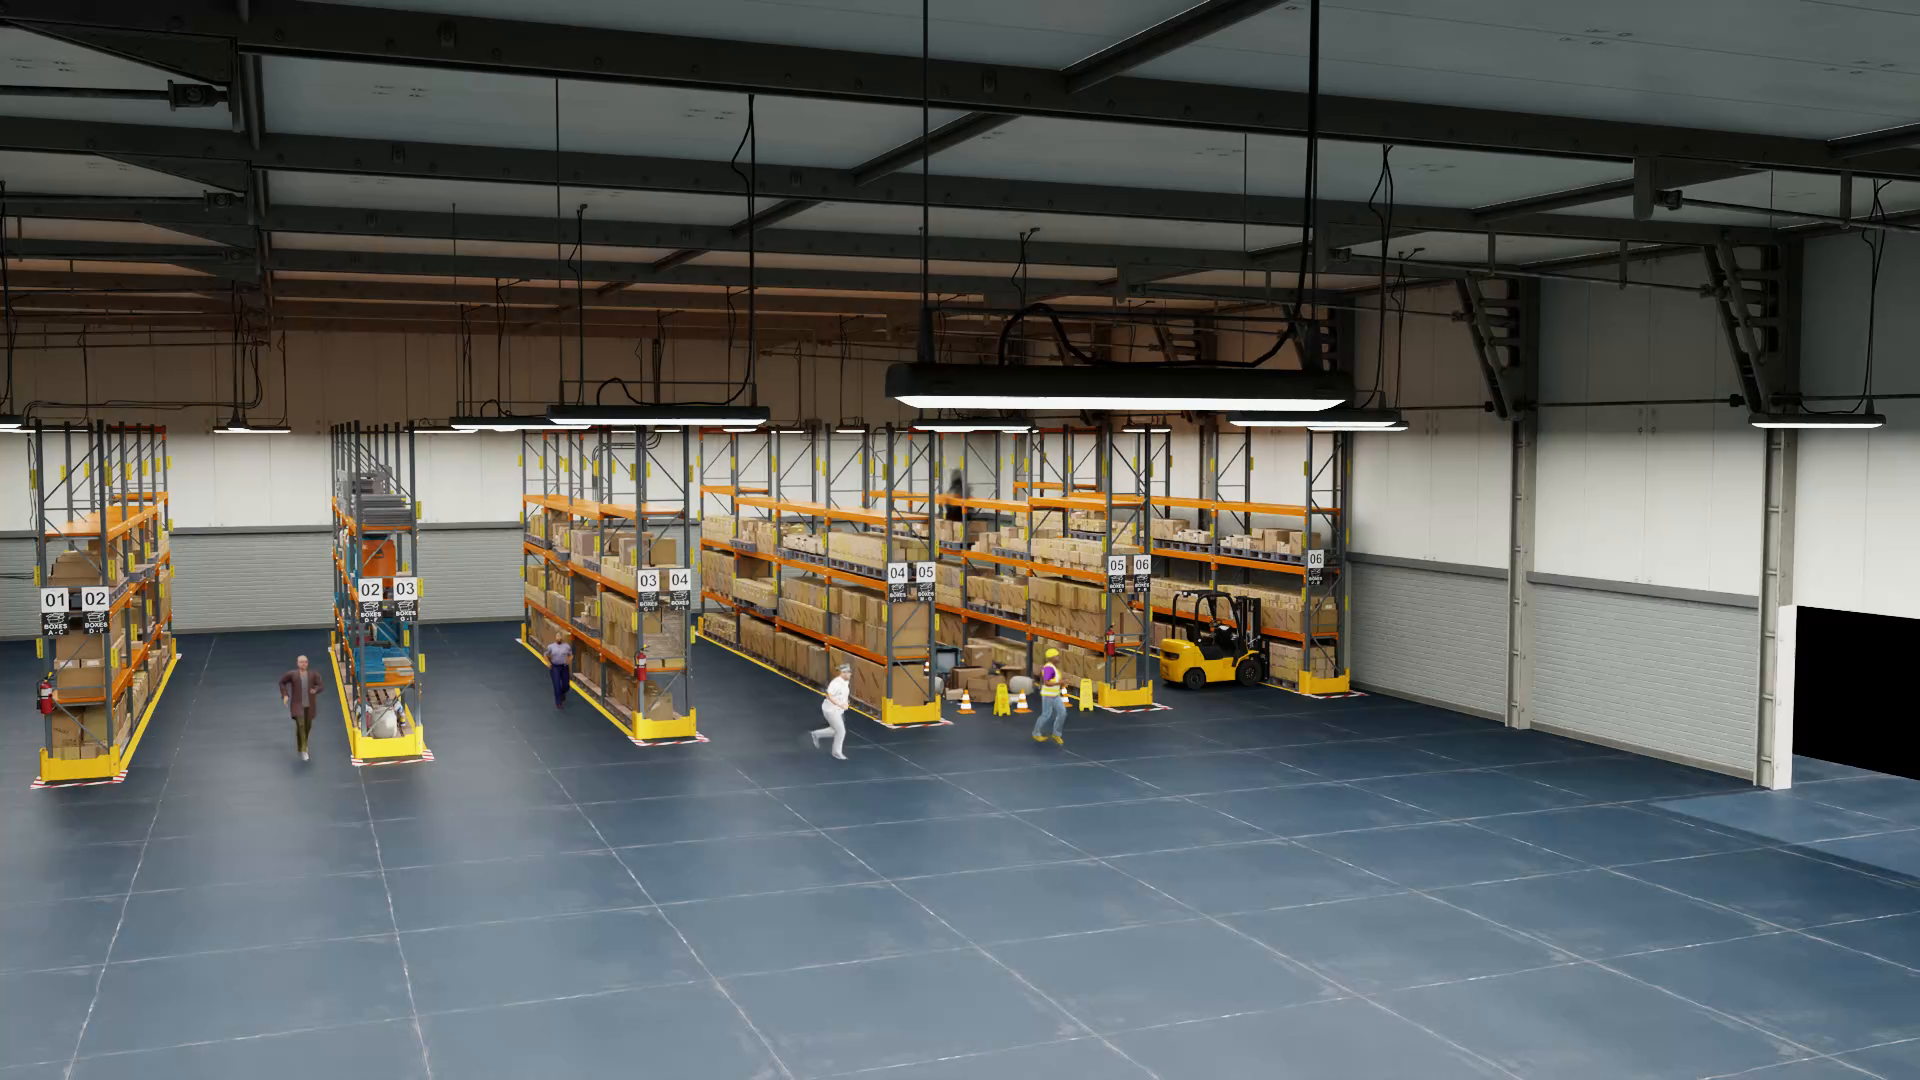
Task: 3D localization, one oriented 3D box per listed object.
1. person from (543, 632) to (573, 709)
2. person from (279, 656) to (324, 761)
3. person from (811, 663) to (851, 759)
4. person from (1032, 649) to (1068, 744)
[{"bbox_3d":[-8.461,2.730,35.063,0.615,1.602,0.727,-2,4,-24],"label":"person"},{"bbox_3d":[-11.718,2.970,29.649,0.687,1.828,0.910,-3,5,-38],"label":"person"},{"bbox_3d":[-2.301,3.052,29.549,0.787,1.753,0.660,1,4,17],"label":"person"},{"bbox_3d":[1.686,2.839,30.853,0.751,1.649,0.658,1,4,22],"label":"person"}]
